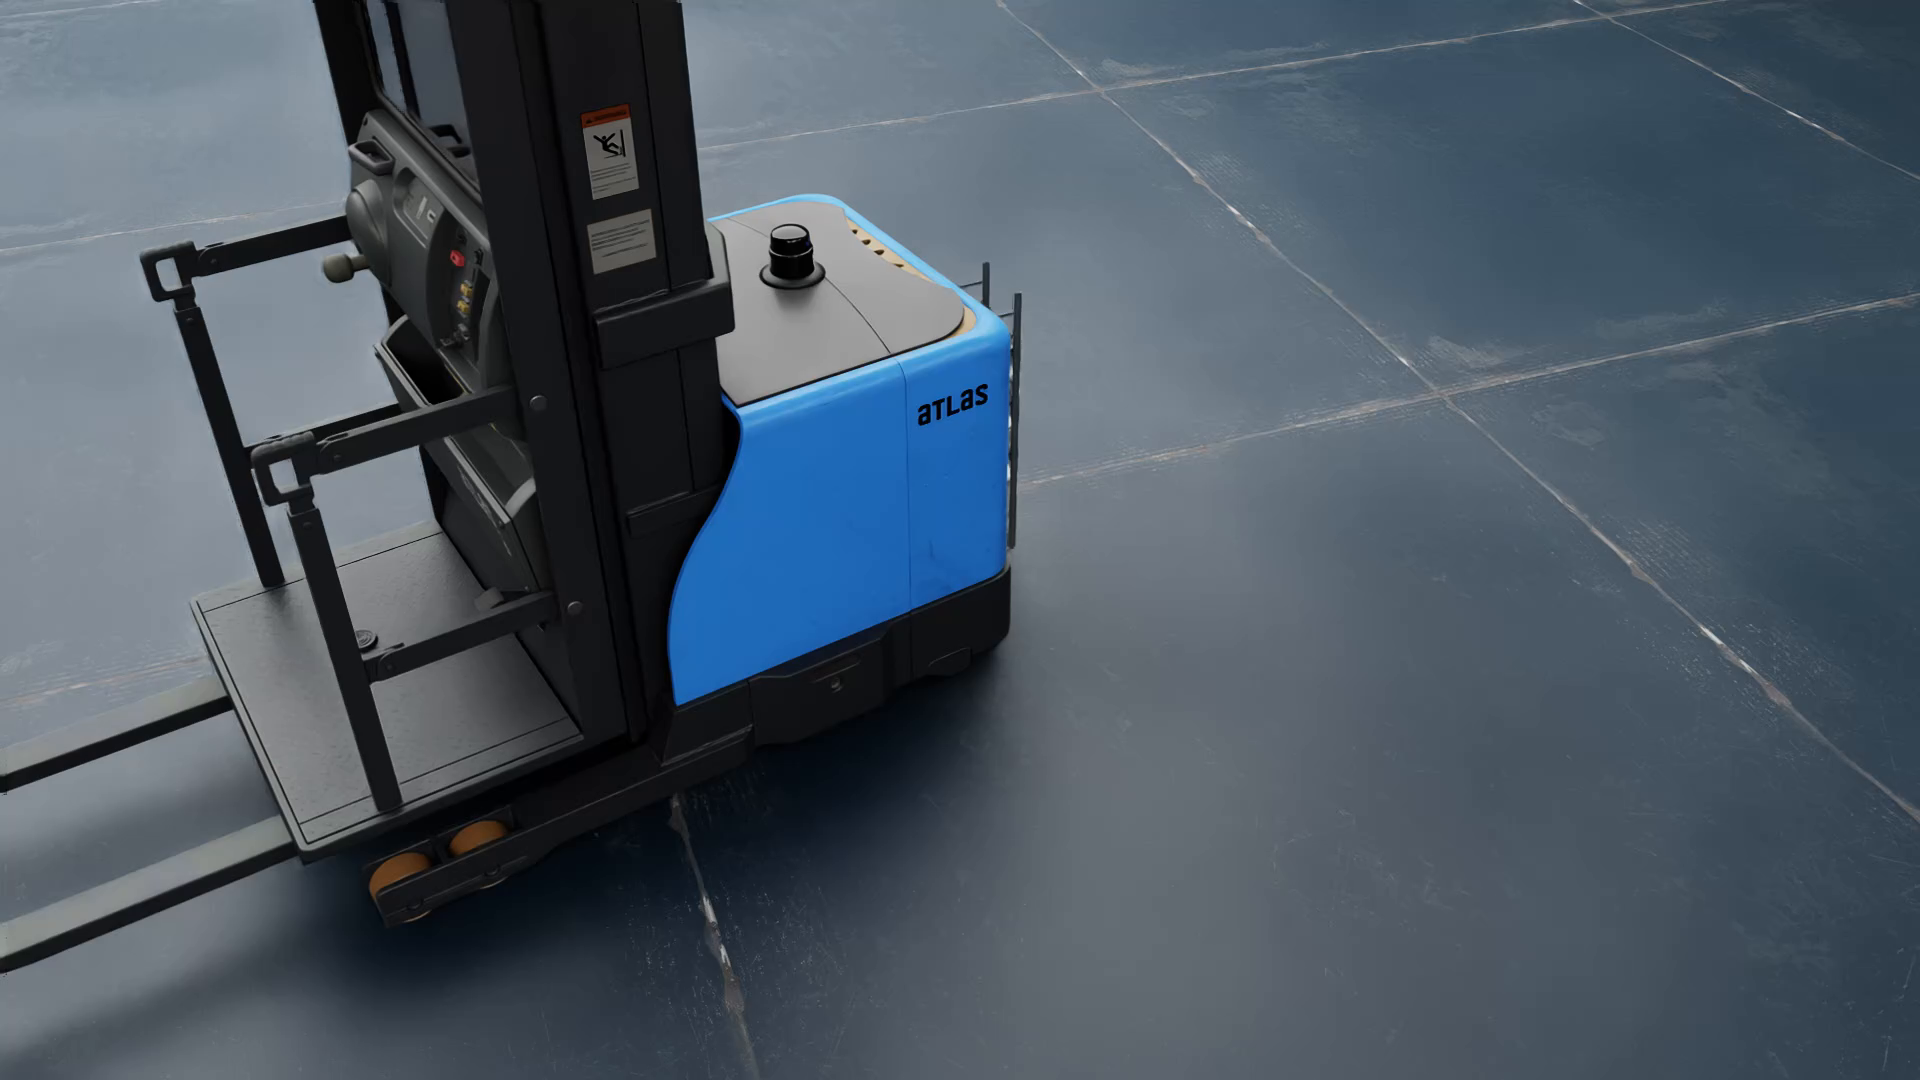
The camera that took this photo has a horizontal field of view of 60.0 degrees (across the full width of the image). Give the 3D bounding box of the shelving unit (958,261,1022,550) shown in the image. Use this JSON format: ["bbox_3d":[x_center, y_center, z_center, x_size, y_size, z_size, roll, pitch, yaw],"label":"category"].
[{"bbox_3d":[0.020,-0.363,4.983,0.258,0.900,0.210,-16,40,-20],"label":"shelving unit"}]

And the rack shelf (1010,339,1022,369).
[{"bbox_3d":[0.020,-0.552,4.841,0.258,0.077,0.200,-16,40,-20],"label":"rack shelf"}]

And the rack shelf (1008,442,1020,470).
[{"bbox_3d":[0.020,-0.264,5.058,0.258,0.077,0.200,-16,40,-20],"label":"rack shelf"}]

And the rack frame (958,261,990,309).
[{"bbox_3d":[-0.023,-0.418,5.057,0.240,0.900,0.006,-16,40,-20],"label":"rack frame"}]

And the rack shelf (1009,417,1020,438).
[{"bbox_3d":[0.020,-0.336,5.003,0.258,0.077,0.200,-16,40,-20],"label":"rack shelf"}]

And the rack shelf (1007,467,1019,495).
[{"bbox_3d":[0.020,-0.192,5.112,0.258,0.077,0.200,-16,40,-20],"label":"rack shelf"}]

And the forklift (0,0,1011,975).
[{"bbox_3d":[-1.370,-0.612,3.626,3.031,2.935,1.130,-21,42,-26],"label":"forklift"}]

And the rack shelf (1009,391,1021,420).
[{"bbox_3d":[0.020,-0.408,4.949,0.258,0.077,0.200,-16,40,-20],"label":"rack shelf"}]

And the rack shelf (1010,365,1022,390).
[{"bbox_3d":[0.020,-0.480,4.895,0.258,0.077,0.200,-16,40,-20],"label":"rack shelf"}]

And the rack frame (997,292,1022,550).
[{"bbox_3d":[0.064,-0.307,4.910,0.240,0.900,0.006,-16,40,-20],"label":"rack frame"}]
